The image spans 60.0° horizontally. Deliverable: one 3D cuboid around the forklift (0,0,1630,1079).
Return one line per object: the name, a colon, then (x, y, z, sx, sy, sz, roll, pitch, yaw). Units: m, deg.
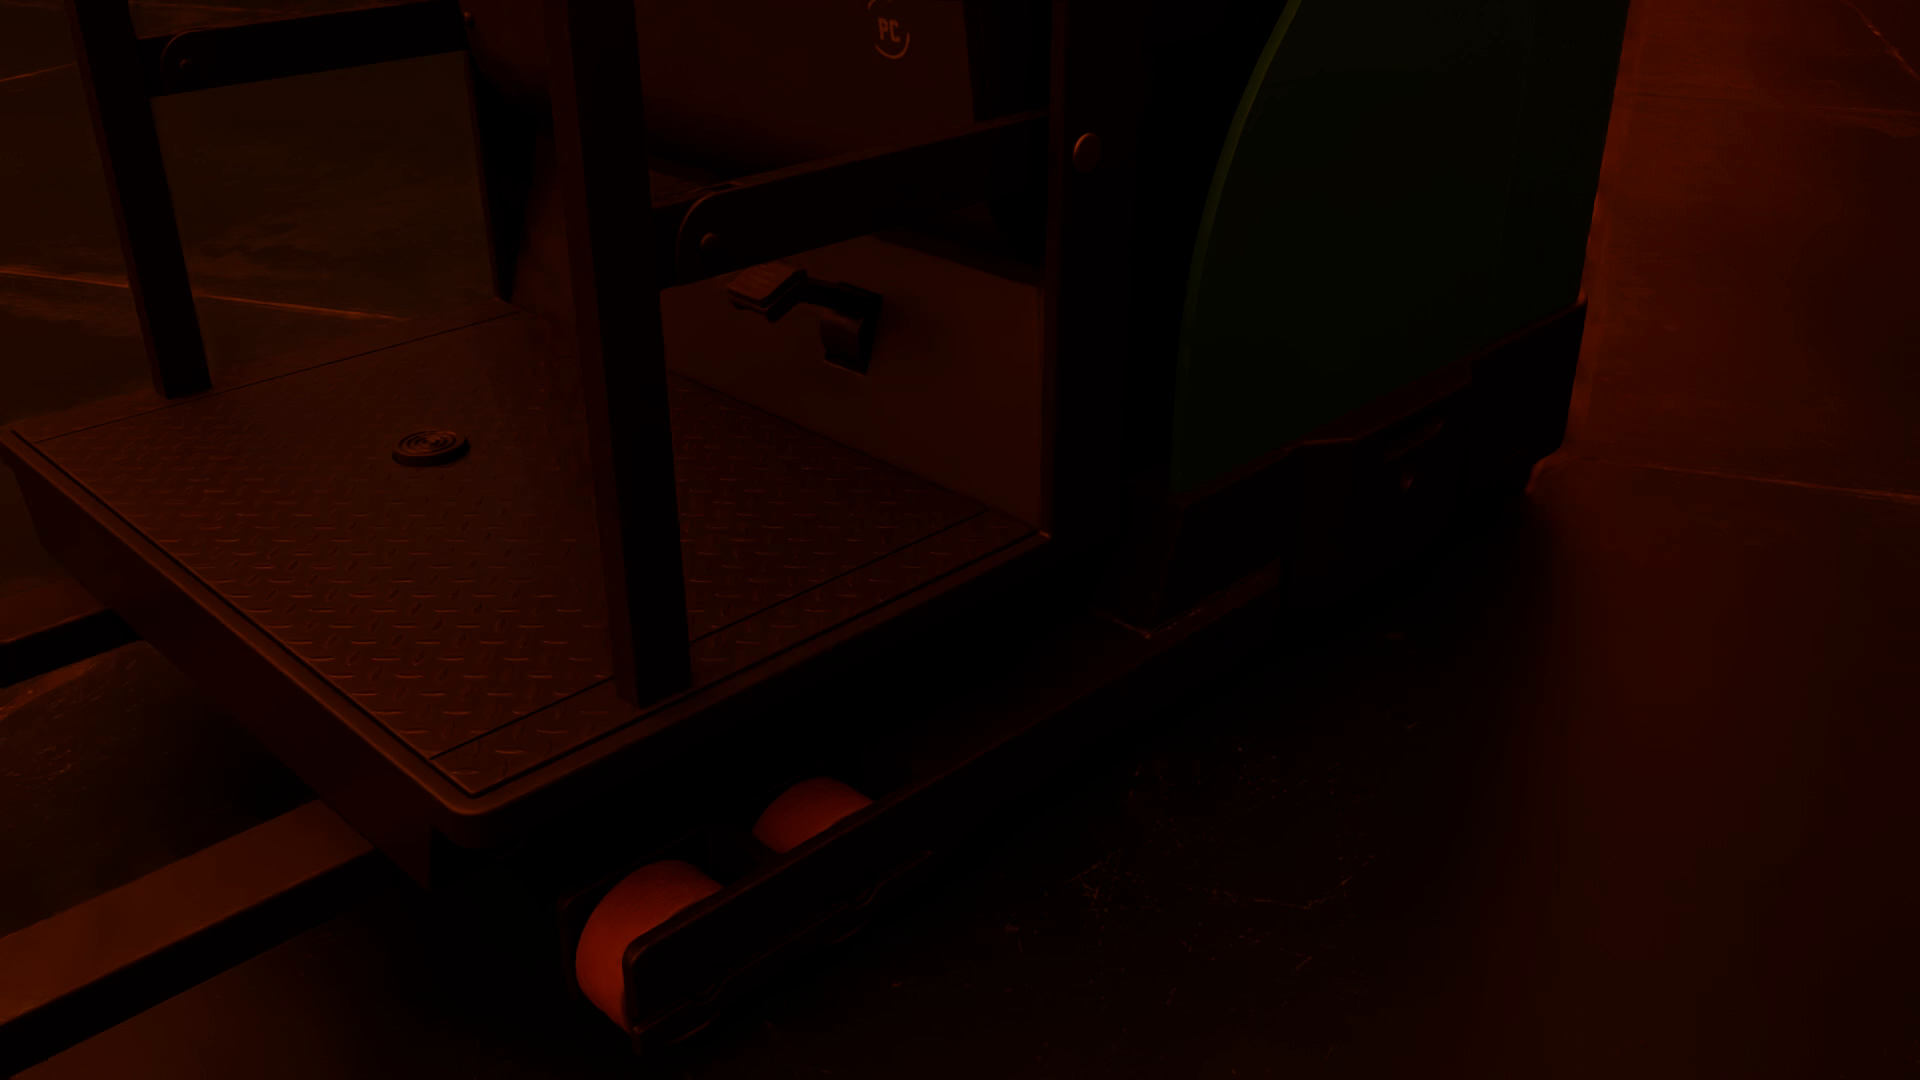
forklift: (-0.430, -1.097, 1.425, 1.130, 2.935, 3.031, 24, 36, 39)
